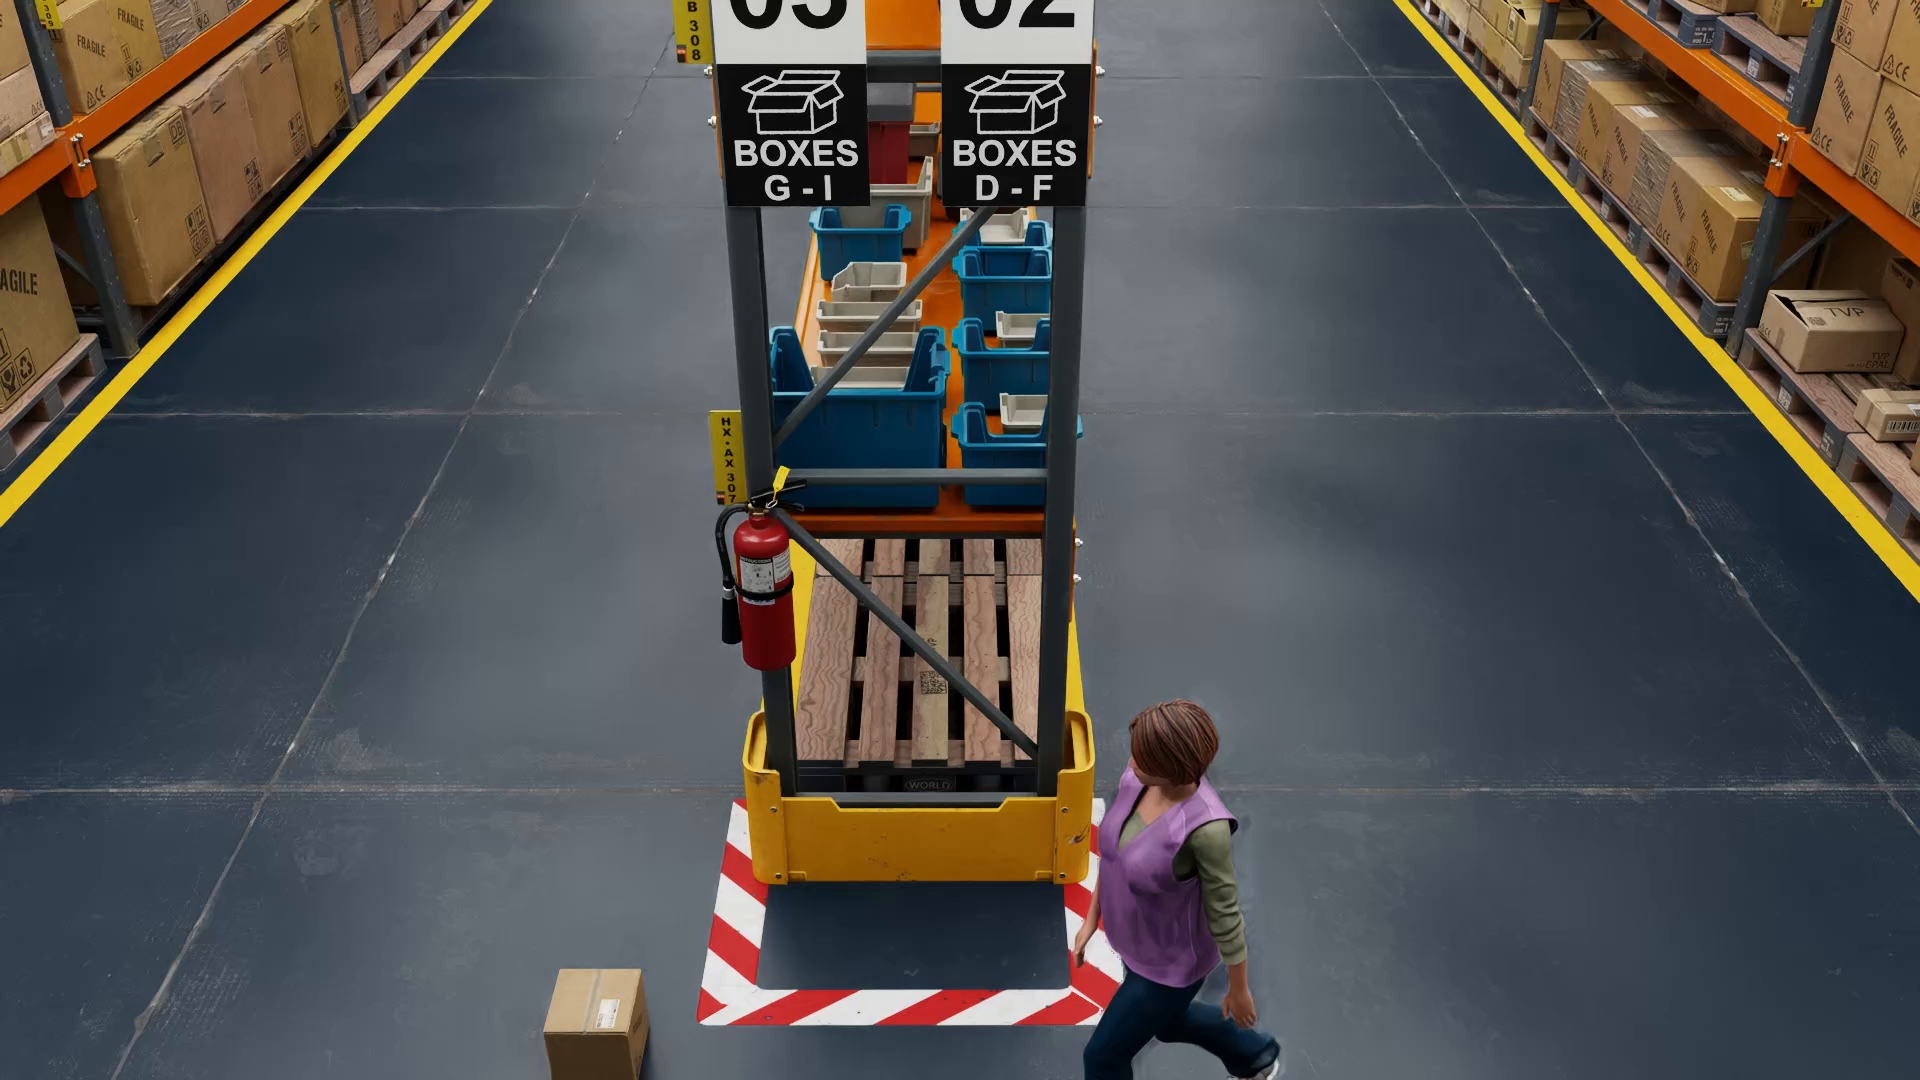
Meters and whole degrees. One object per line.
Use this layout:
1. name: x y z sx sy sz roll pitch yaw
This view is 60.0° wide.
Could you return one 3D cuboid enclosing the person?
1. person: 0.540 1.082 4.416 0.876 1.546 0.479 -11 34 -17
